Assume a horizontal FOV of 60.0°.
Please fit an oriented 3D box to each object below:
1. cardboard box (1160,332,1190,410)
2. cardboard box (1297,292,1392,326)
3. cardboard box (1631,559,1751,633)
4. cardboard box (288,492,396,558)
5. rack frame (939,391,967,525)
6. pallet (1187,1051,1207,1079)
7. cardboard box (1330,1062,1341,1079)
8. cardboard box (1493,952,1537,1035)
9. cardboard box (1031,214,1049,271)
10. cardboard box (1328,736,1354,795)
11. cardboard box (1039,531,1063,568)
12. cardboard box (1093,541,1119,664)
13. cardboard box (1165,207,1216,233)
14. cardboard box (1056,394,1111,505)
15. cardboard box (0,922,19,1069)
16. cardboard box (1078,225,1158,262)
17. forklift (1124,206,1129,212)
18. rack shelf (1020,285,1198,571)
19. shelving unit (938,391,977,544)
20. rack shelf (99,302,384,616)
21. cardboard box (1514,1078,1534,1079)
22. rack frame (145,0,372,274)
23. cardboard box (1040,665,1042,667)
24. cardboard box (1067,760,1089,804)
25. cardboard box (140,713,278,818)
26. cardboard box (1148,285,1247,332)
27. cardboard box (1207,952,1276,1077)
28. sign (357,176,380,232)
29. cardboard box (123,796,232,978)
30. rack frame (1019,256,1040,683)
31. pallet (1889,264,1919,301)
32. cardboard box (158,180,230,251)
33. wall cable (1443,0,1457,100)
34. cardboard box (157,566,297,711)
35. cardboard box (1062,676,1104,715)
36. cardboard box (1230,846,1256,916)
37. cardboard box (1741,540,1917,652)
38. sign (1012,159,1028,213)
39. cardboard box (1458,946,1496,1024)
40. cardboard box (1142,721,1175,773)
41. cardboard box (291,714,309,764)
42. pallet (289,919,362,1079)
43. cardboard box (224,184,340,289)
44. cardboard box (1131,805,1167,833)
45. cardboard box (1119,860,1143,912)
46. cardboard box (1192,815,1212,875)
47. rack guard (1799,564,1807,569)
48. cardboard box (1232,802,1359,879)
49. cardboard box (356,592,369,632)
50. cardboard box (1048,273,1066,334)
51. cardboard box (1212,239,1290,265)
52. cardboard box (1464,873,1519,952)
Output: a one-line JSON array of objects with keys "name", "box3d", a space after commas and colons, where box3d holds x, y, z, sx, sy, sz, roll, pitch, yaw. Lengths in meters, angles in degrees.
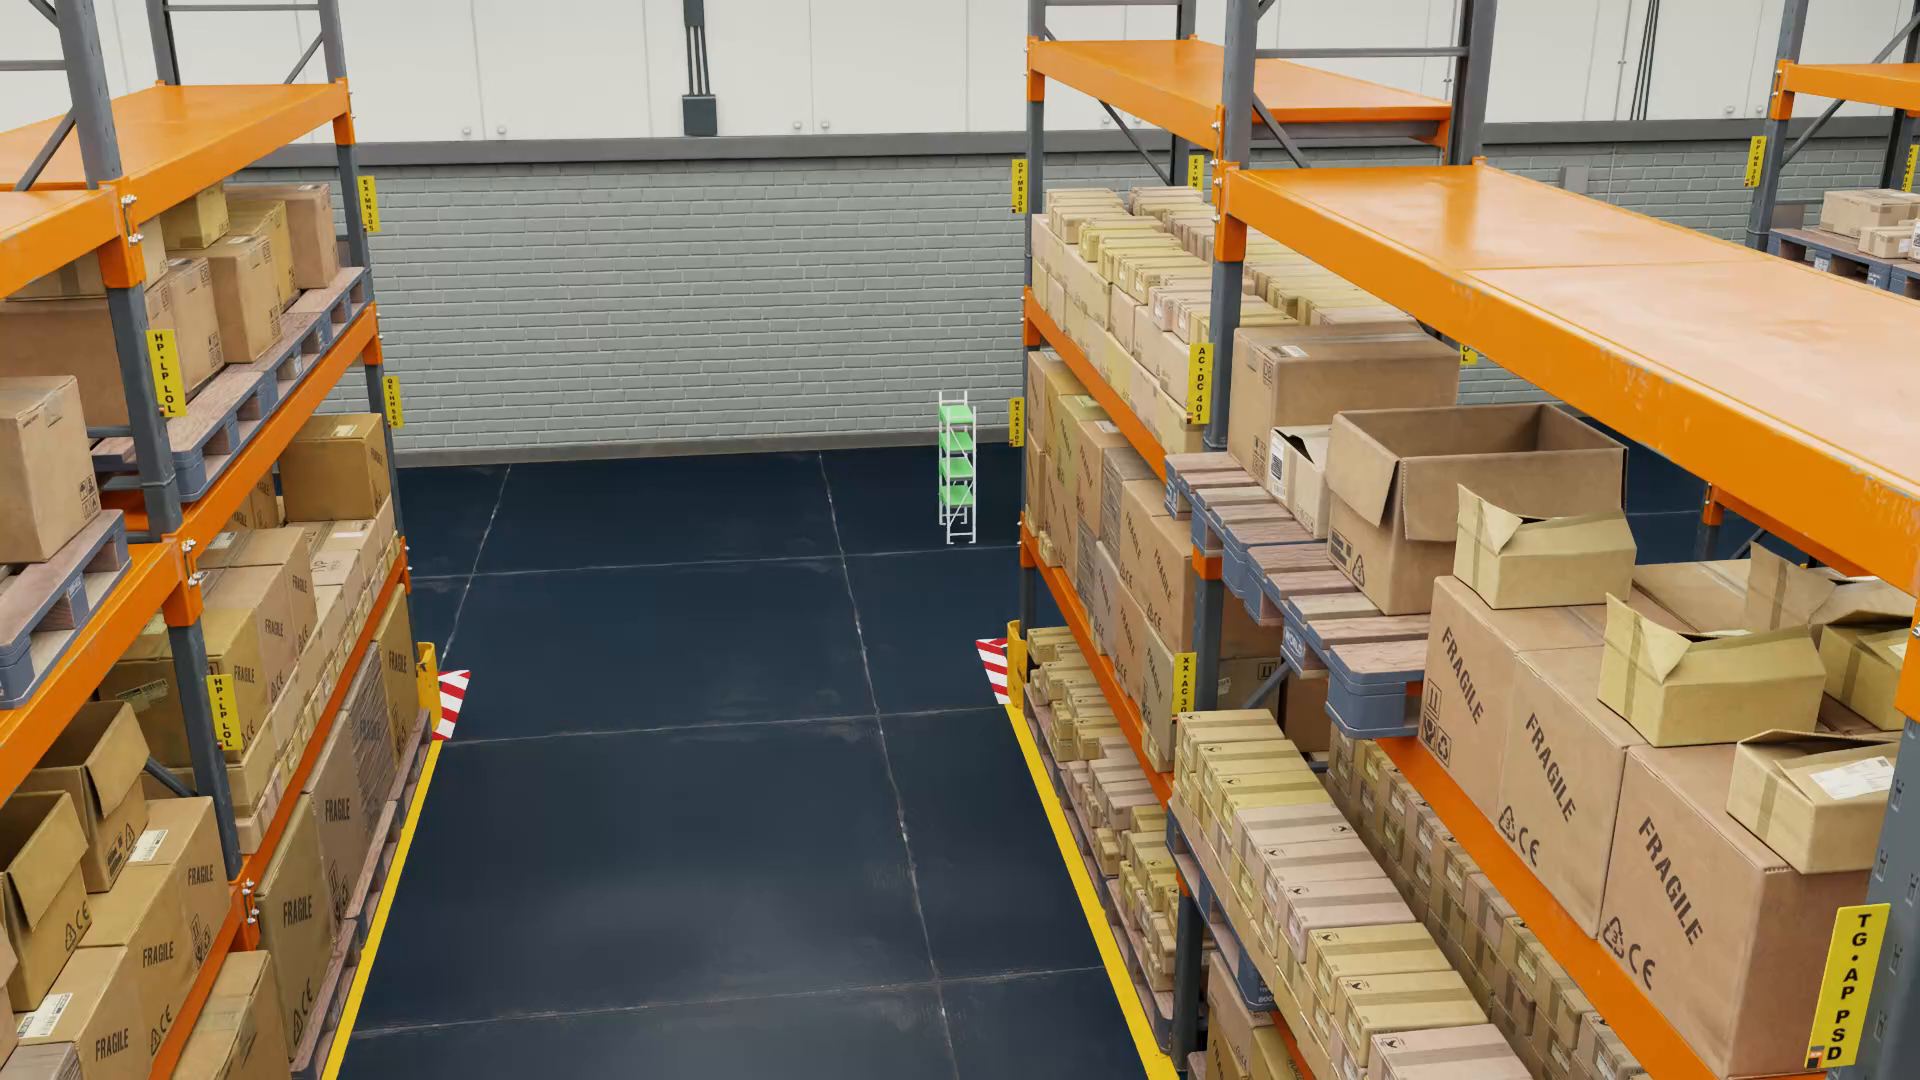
[{"name": "cardboard box", "box3d": [1.165, -0.713, 7.052, 0.500, 0.250, 0.500, -4, 21, -10]}, {"name": "cardboard box", "box3d": [1.674, -0.962, 7.148, 0.380, 0.149, 0.250, -4, 21, -10]}, {"name": "cardboard box", "box3d": [2.084, 0.379, 4.484, 0.500, 0.500, 0.500, -3, 21, -8]}, {"name": "cardboard box", "box3d": [-3.684, -0.082, 9.937, 0.500, 0.250, 0.500, -3, 21, -9]}, {"name": "rack frame", "box3d": [-0.059, -0.704, 14.386, 0.240, 1.200, 0.015, -3, 21, -8]}, {"name": "pallet", "box3d": [1.597, 2.579, 7.010, 1.003, 0.211, 1.213, -3, 21, -8]}, {"name": "cardboard box", "box3d": [1.354, 1.717, 5.092, 0.380, 0.149, 0.250, -2, 21, -6]}, {"name": "cardboard box", "box3d": [1.959, 1.453, 5.373, 0.380, 0.149, 0.250, -2, 21, -6]}, {"name": "cardboard box", "box3d": [0.714, -1.783, 9.915, 0.500, 0.250, 0.500, -3, 21, -7]}, {"name": "cardboard box", "box3d": [1.736, 0.912, 6.820, 0.380, 0.149, 0.250, -2, 21, -6]}, {"name": "cardboard box", "box3d": [0.692, 0.046, 10.165, 0.380, 0.149, 0.250, -4, 21, -9]}, {"name": "cardboard box", "box3d": [0.990, 0.311, 8.528, 0.500, 0.500, 0.500, -3, 21, -8]}, {"name": "cardboard box", "box3d": [1.367, -1.773, 9.318, 0.380, 0.149, 0.250, -3, 21, -7]}, {"name": "cardboard box", "box3d": [0.840, -0.512, 9.303, 0.500, 0.500, 0.500, -3, 21, -9]}, {"name": "cardboard box", "box3d": [-3.147, 1.375, 4.672, 0.797, 0.503, 0.637, -2, 21, -6]}, {"name": "cardboard box", "box3d": [0.834, -1.563, 8.758, 0.380, 0.149, 0.250, -2, 21, -6]}, {"name": "forklift", "box3d": [2.164, -1.375, 13.708, 3.031, 2.935, 1.130, -1, 20, -2]}, {"name": "rack shelf", "box3d": [1.195, -0.758, 8.699, 1.077, 0.370, 4.000, -3, 21, -8]}, {"name": "shelving unit", "box3d": [-0.024, -0.619, 14.160, 0.258, 1.200, 0.503, -3, 21, -8]}, {"name": "rack shelf", "box3d": [-3.728, -0.543, 8.123, 1.077, 0.370, 4.000, -3, 21, -8]}, {"name": "cardboard box", "box3d": [1.421, 1.613, 4.518, 0.380, 0.149, 0.250, -2, 21, -6]}, {"name": "rack frame", "box3d": [-4.016, -2.977, 9.326, 1.000, 3.000, 0.127, -3, 21, -8]}, {"name": "cardboard box", "box3d": [0.728, 0.812, 10.805, 0.380, 0.149, 0.250, -2, 21, -5]}, {"name": "cardboard box", "box3d": [0.836, 1.395, 9.670, 0.380, 0.149, 0.250, -4, 21, -10]}, {"name": "cardboard box", "box3d": [-3.248, 0.973, 7.113, 0.500, 0.250, 0.500, -3, 21, -9]}, {"name": "cardboard box", "box3d": [1.042, -1.021, 7.306, 0.380, 0.149, 0.250, -3, 21, -8]}, {"name": "cardboard box", "box3d": [1.328, 1.895, 6.756, 0.500, 0.250, 0.500, -4, 21, -10]}, {"name": "sign", "box3d": [-3.477, -1.972, 9.771, 0.100, 0.325, 0.005, -3, 21, -8]}, {"name": "cardboard box", "box3d": [-3.102, 1.319, 6.254, 0.500, 0.500, 0.500, -3, 21, -8]}, {"name": "rack frame", "box3d": [0.906, -0.382, 10.952, 1.000, 3.000, 0.127, -3, 21, -8]}, {"name": "pallet", "box3d": [6.087, -1.351, 9.385, 1.003, 0.211, 1.213, -3, 21, -8]}, {"name": "cardboard box", "box3d": [-3.735, -1.514, 7.738, 0.500, 0.250, 0.500, -4, 21, -9]}, {"name": "wall cable", "box3d": [4.691, -5.432, 15.900, 0.463, 3.000, 0.029, -3, 21, -8]}, {"name": "cardboard box", "box3d": [-3.319, 0.448, 7.447, 0.500, 0.500, 0.500, -3, 21, -8]}, {"name": "cardboard box", "box3d": [0.832, 0.941, 10.033, 0.380, 0.149, 0.250, -4, 21, -10]}, {"name": "cardboard box", "box3d": [1.200, 1.213, 6.015, 0.380, 0.149, 0.250, -4, 21, -10]}, {"name": "cardboard box", "box3d": [2.124, 0.158, 3.981, 0.396, 0.266, 0.258, -3, 21, -8]}, {"name": "sign", "box3d": [0.369, -2.169, 10.201, 0.100, 0.325, 0.005, -3, 21, -8]}, {"name": "cardboard box", "box3d": [1.927, 1.502, 5.666, 0.380, 0.149, 0.250, -2, 21, -5]}, {"name": "cardboard box", "box3d": [1.065, 0.950, 7.745, 0.380, 0.149, 0.250, -3, 21, -9]}, {"name": "cardboard box", "box3d": [-3.269, 0.943, 7.762, 0.380, 0.149, 0.250, -3, 21, -9]}, {"name": "pallet", "box3d": [-3.472, 2.257, 7.871, 1.003, 0.211, 1.213, -3, 21, -8]}, {"name": "cardboard box", "box3d": [-3.888, -1.685, 9.268, 0.700, 0.500, 0.500, -4, 21, -11]}, {"name": "cardboard box", "box3d": [1.095, 1.487, 8.572, 0.380, 0.149, 0.250, -2, 21, -6]}, {"name": "cardboard box", "box3d": [1.016, 1.724, 8.362, 0.380, 0.149, 0.250, -4, 21, -10]}, {"name": "cardboard box", "box3d": [1.130, 1.179, 6.531, 0.380, 0.149, 0.250, -3, 21, -7]}, {"name": "rack guard", "box3d": [5.787, 0.496, 12.174, 1.175, 0.500, 0.348, -3, 21, -8]}, {"name": "cardboard box", "box3d": [1.199, 1.076, 5.956, 0.380, 0.149, 0.250, -3, 21, -8]}, {"name": "cardboard box", "box3d": [-3.490, 0.411, 9.188, 0.380, 0.149, 0.250, -3, 21, -9]}, {"name": "cardboard box", "box3d": [0.790, -1.366, 9.514, 0.500, 0.250, 0.500, -2, 21, -6]}, {"name": "cardboard box", "box3d": [1.488, -1.413, 8.356, 0.380, 0.149, 0.250, -4, 21, -9]}, {"name": "cardboard box", "box3d": [1.921, 1.226, 5.556, 0.380, 0.149, 0.250, -4, 21, -10]}]
